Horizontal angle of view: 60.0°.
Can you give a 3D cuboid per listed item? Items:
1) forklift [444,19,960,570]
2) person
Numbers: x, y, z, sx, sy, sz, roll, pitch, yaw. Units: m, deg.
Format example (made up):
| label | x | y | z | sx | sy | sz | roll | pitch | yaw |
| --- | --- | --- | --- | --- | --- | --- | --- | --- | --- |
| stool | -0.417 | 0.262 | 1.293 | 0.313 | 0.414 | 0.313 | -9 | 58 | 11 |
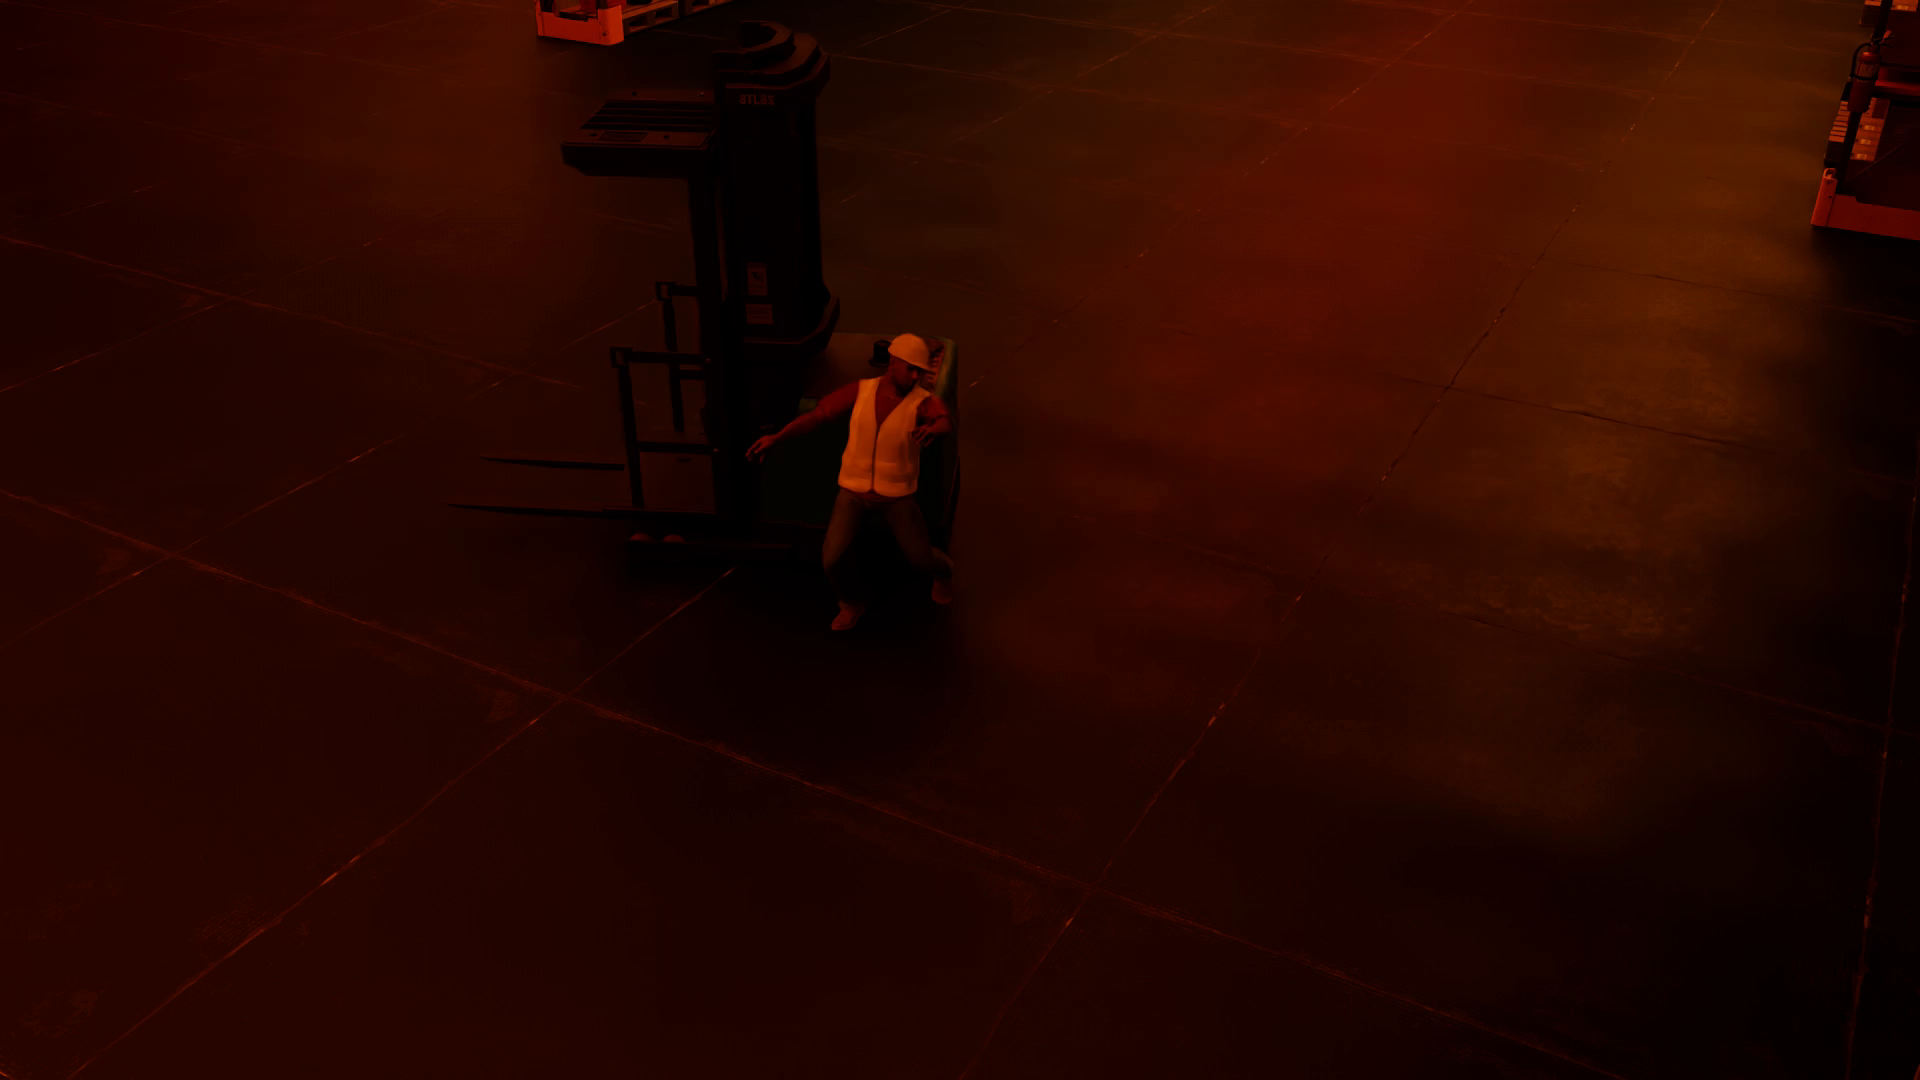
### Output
| label | x | y | z | sx | sy | sz | roll | pitch | yaw |
| --- | --- | --- | --- | --- | --- | --- | --- | --- | --- |
| forklift | -1.550 | -1.391 | 9.480 | 3.031 | 2.935 | 1.130 | 3 | 30 | 5 |
| person | -0.574 | -0.228 | 8.854 | 1.073 | 1.633 | 0.855 | 4 | 30 | 7 |
